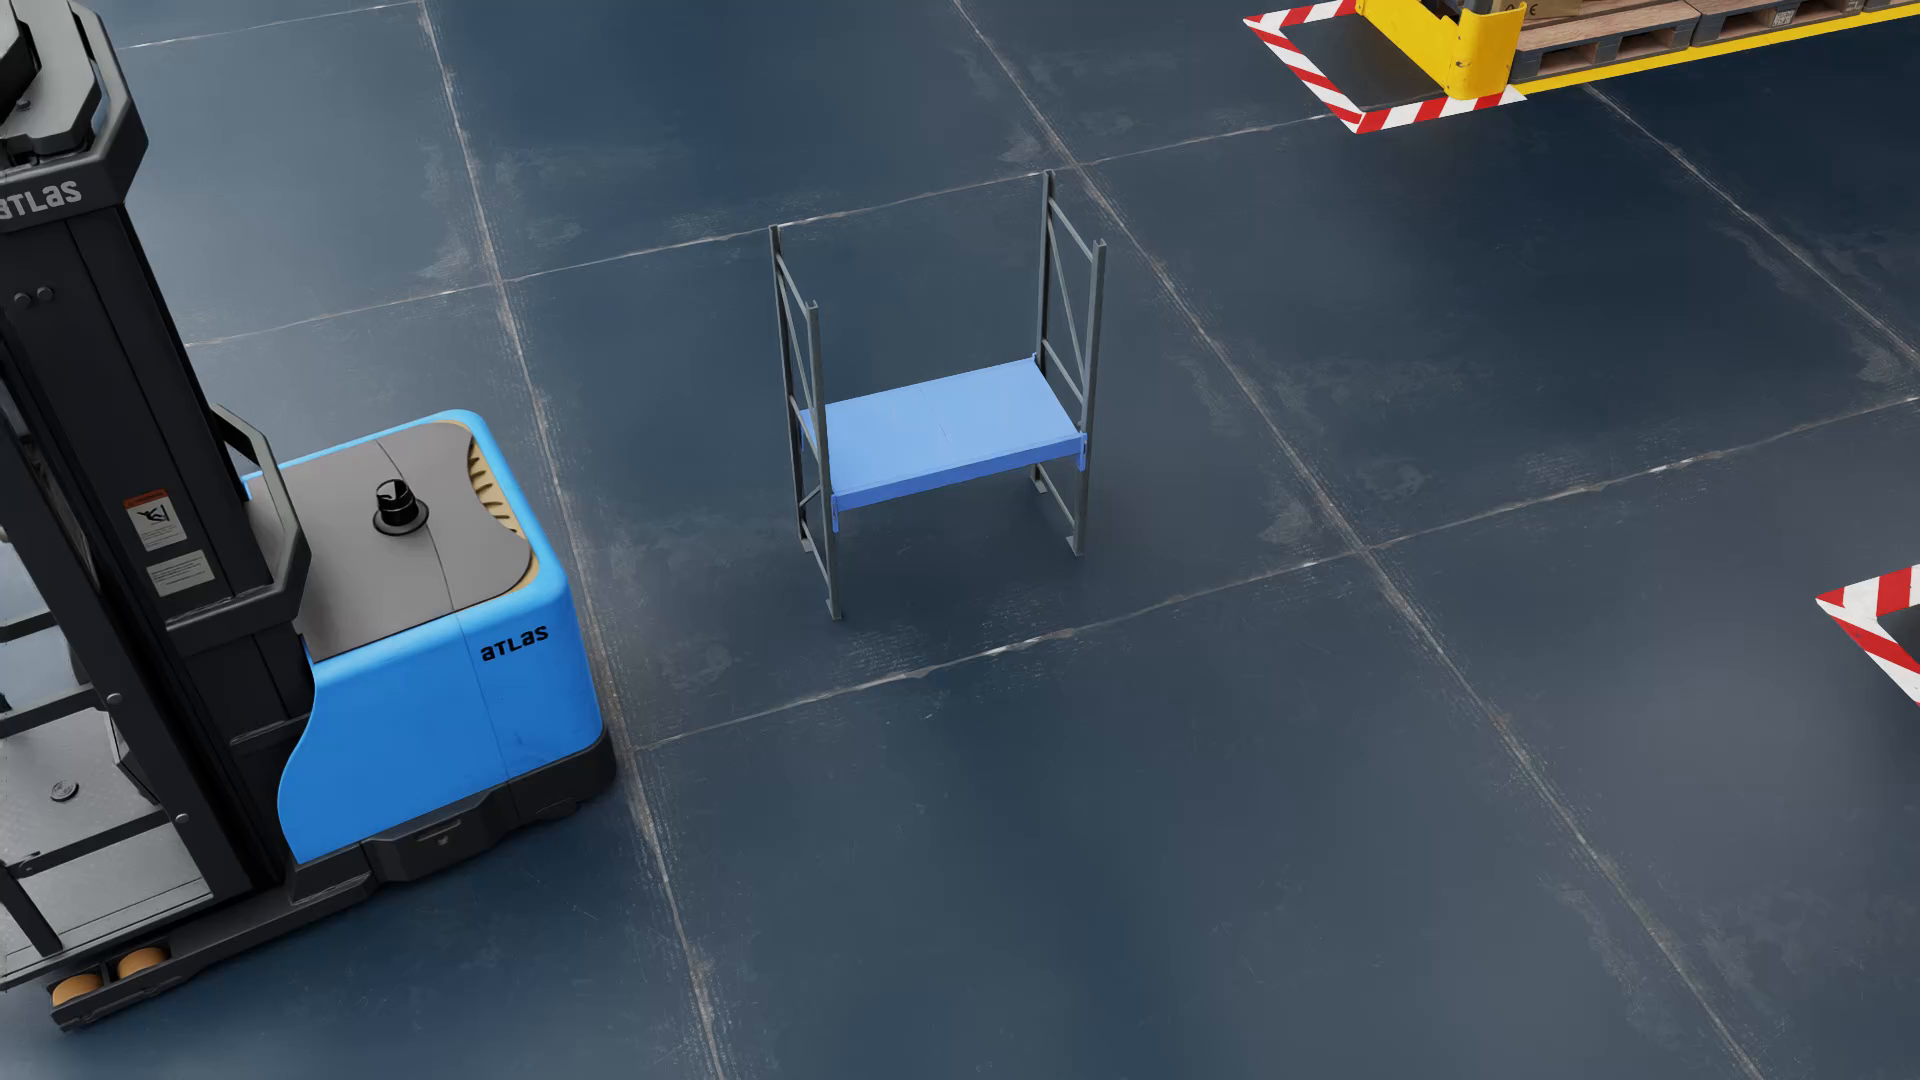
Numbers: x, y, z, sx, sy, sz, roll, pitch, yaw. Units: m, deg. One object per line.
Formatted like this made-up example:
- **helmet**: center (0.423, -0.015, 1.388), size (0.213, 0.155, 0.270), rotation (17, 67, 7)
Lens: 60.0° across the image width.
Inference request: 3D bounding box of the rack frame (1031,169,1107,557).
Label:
- **rack frame**: center (0.398, -0.631, 6.320), size (0.032, 1.500, 0.500), rotation (-14, 47, -14)

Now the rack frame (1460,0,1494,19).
- **rack frame**: center (2.622, -3.880, 8.500), size (0.127, 3.000, 1.000), rotation (-14, 47, -14)

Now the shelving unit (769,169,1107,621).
- **shelving unit**: center (-0.080, -0.509, 6.198), size (1.048, 1.500, 0.538), rotation (-14, 47, -14)

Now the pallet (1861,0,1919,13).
- **pallet**: center (5.765, -3.673, 10.262), size (1.213, 0.211, 1.003), rotation (-14, 47, -14)

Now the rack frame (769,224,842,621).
- **rack frame**: center (-0.558, -0.387, 6.076), size (0.032, 1.500, 0.500), rotation (-14, 47, -14)

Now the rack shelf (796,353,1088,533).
- **rack shelf**: center (-0.080, -0.382, 6.326), size (1.000, 0.185, 0.538), rotation (-14, 47, -14)

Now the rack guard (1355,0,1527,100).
- **rack guard**: center (2.694, -3.016, 9.403), size (0.348, 0.500, 1.175), rotation (-14, 47, -14)
